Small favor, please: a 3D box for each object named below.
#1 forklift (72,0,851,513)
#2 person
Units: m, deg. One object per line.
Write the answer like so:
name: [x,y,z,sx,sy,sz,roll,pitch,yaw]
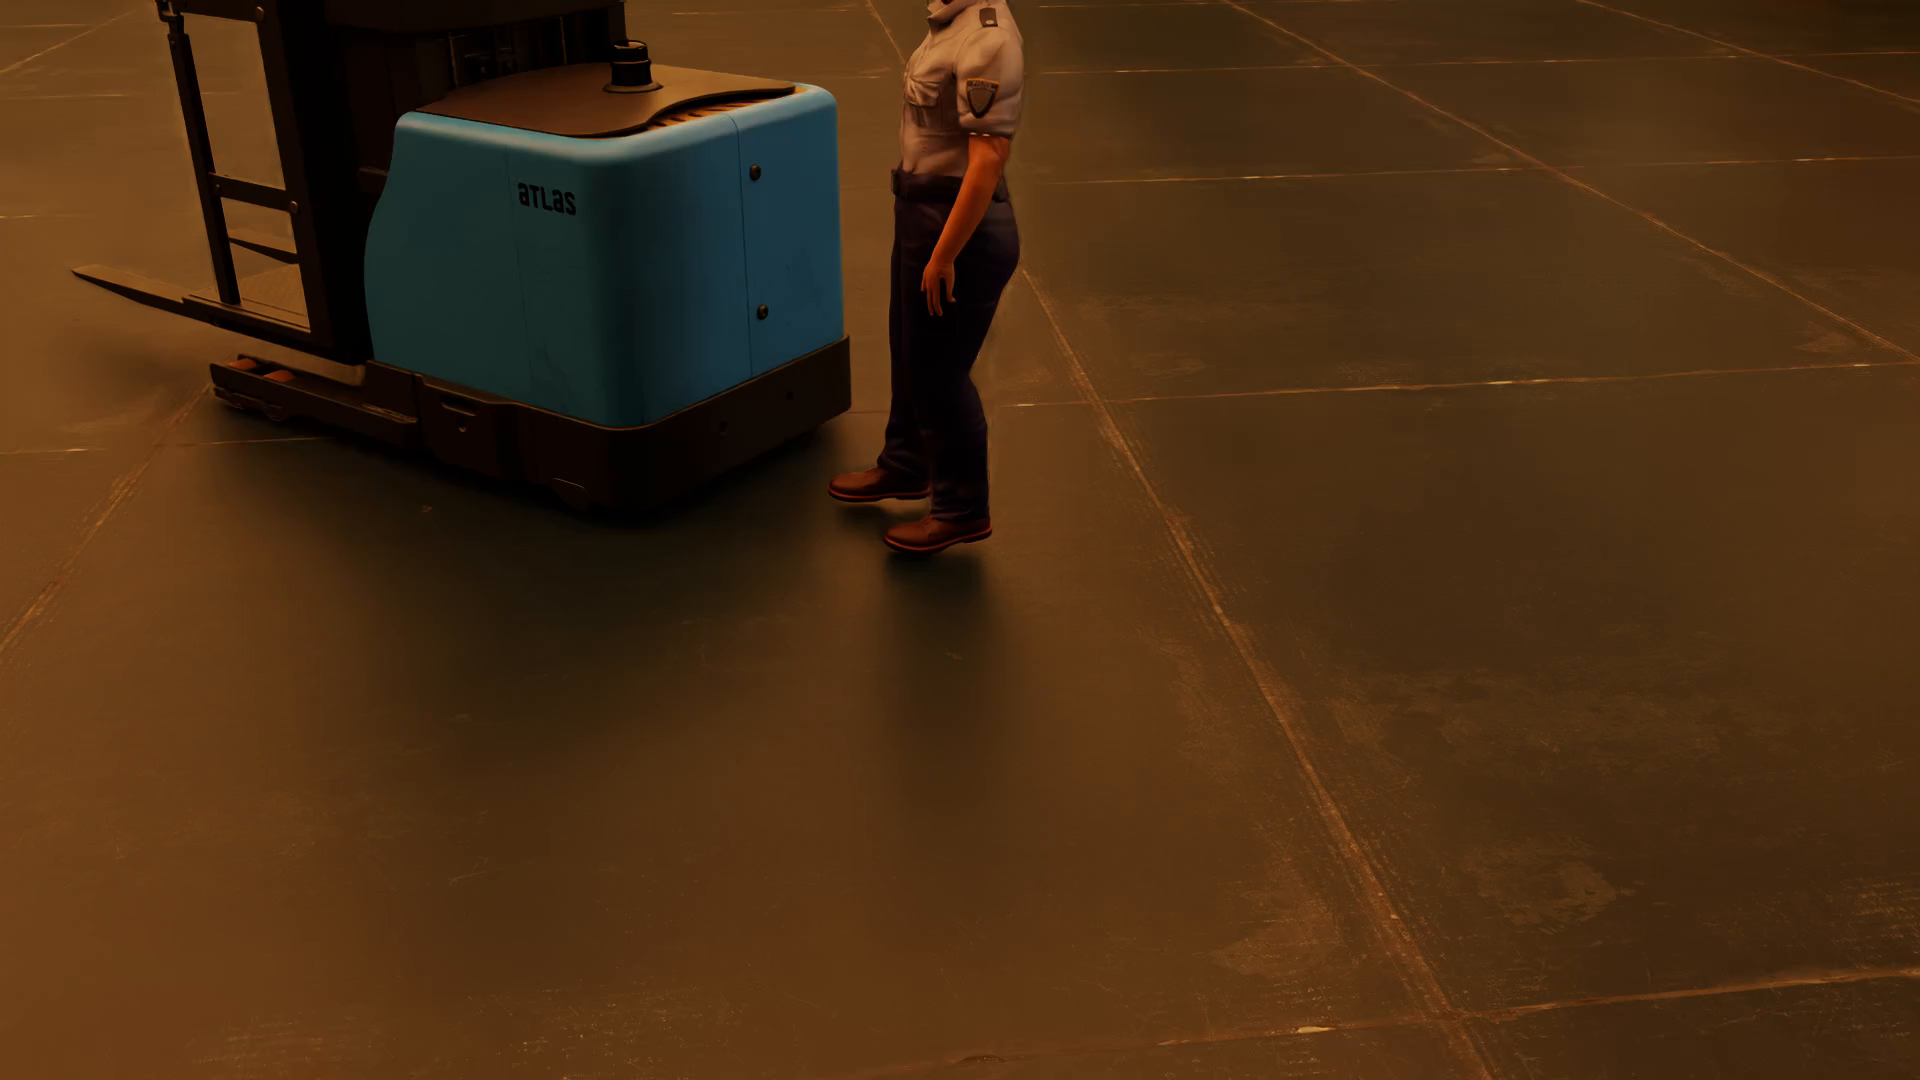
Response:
forklift: [-1.857,-1.876,5.123,3.031,2.935,1.130,16,30,30]
person: [-0.104,-0.771,4.222,0.498,1.650,0.623,-3,26,-5]
